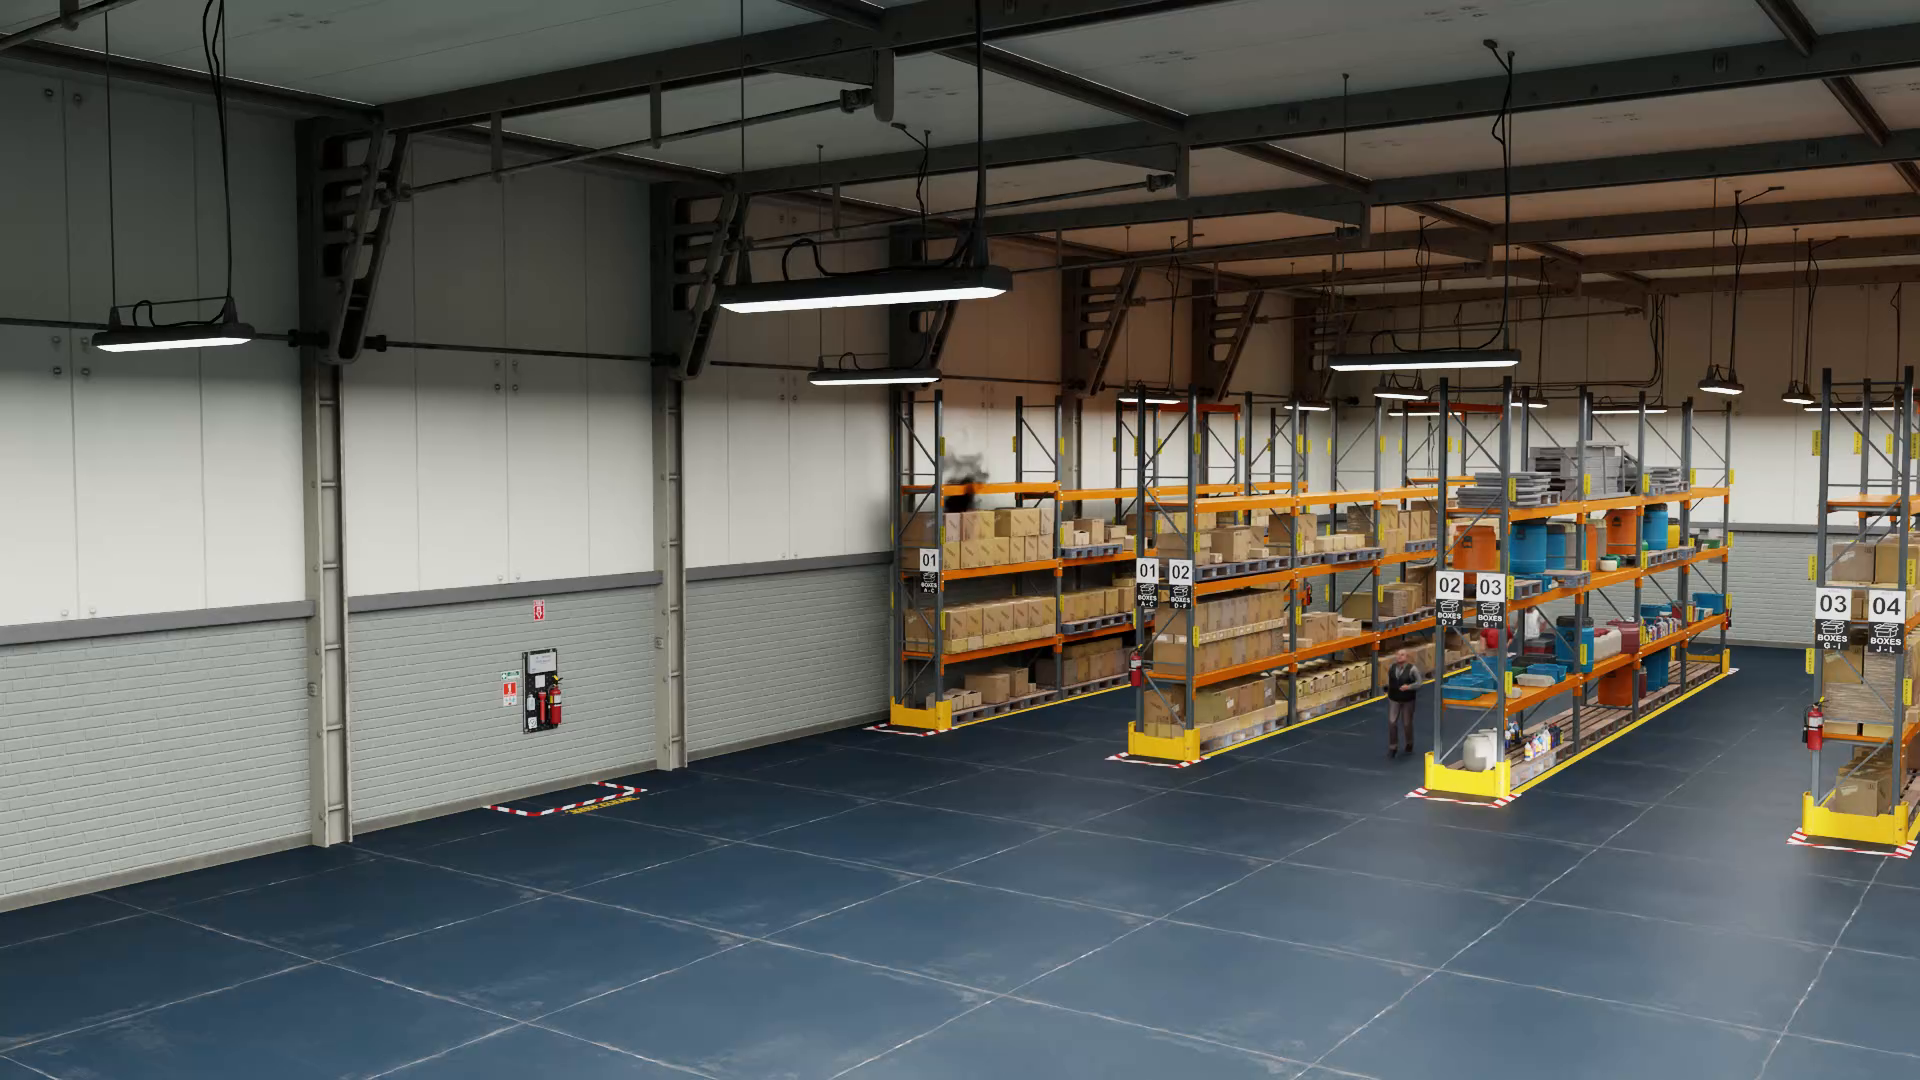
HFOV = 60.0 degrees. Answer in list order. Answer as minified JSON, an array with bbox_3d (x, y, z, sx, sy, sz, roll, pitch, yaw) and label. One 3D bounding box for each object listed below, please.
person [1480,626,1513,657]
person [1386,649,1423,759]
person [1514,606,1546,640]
[{"bbox_3d":[10.725,2.289,33.289,0.658,1.683,0.591,1,3,23],"label":"person"},{"bbox_3d":[7.161,2.636,26.850,0.644,1.772,0.793,2,4,30],"label":"person"},{"bbox_3d":[12.335,2.104,36.046,0.673,1.739,0.646,2,4,31],"label":"person"}]
